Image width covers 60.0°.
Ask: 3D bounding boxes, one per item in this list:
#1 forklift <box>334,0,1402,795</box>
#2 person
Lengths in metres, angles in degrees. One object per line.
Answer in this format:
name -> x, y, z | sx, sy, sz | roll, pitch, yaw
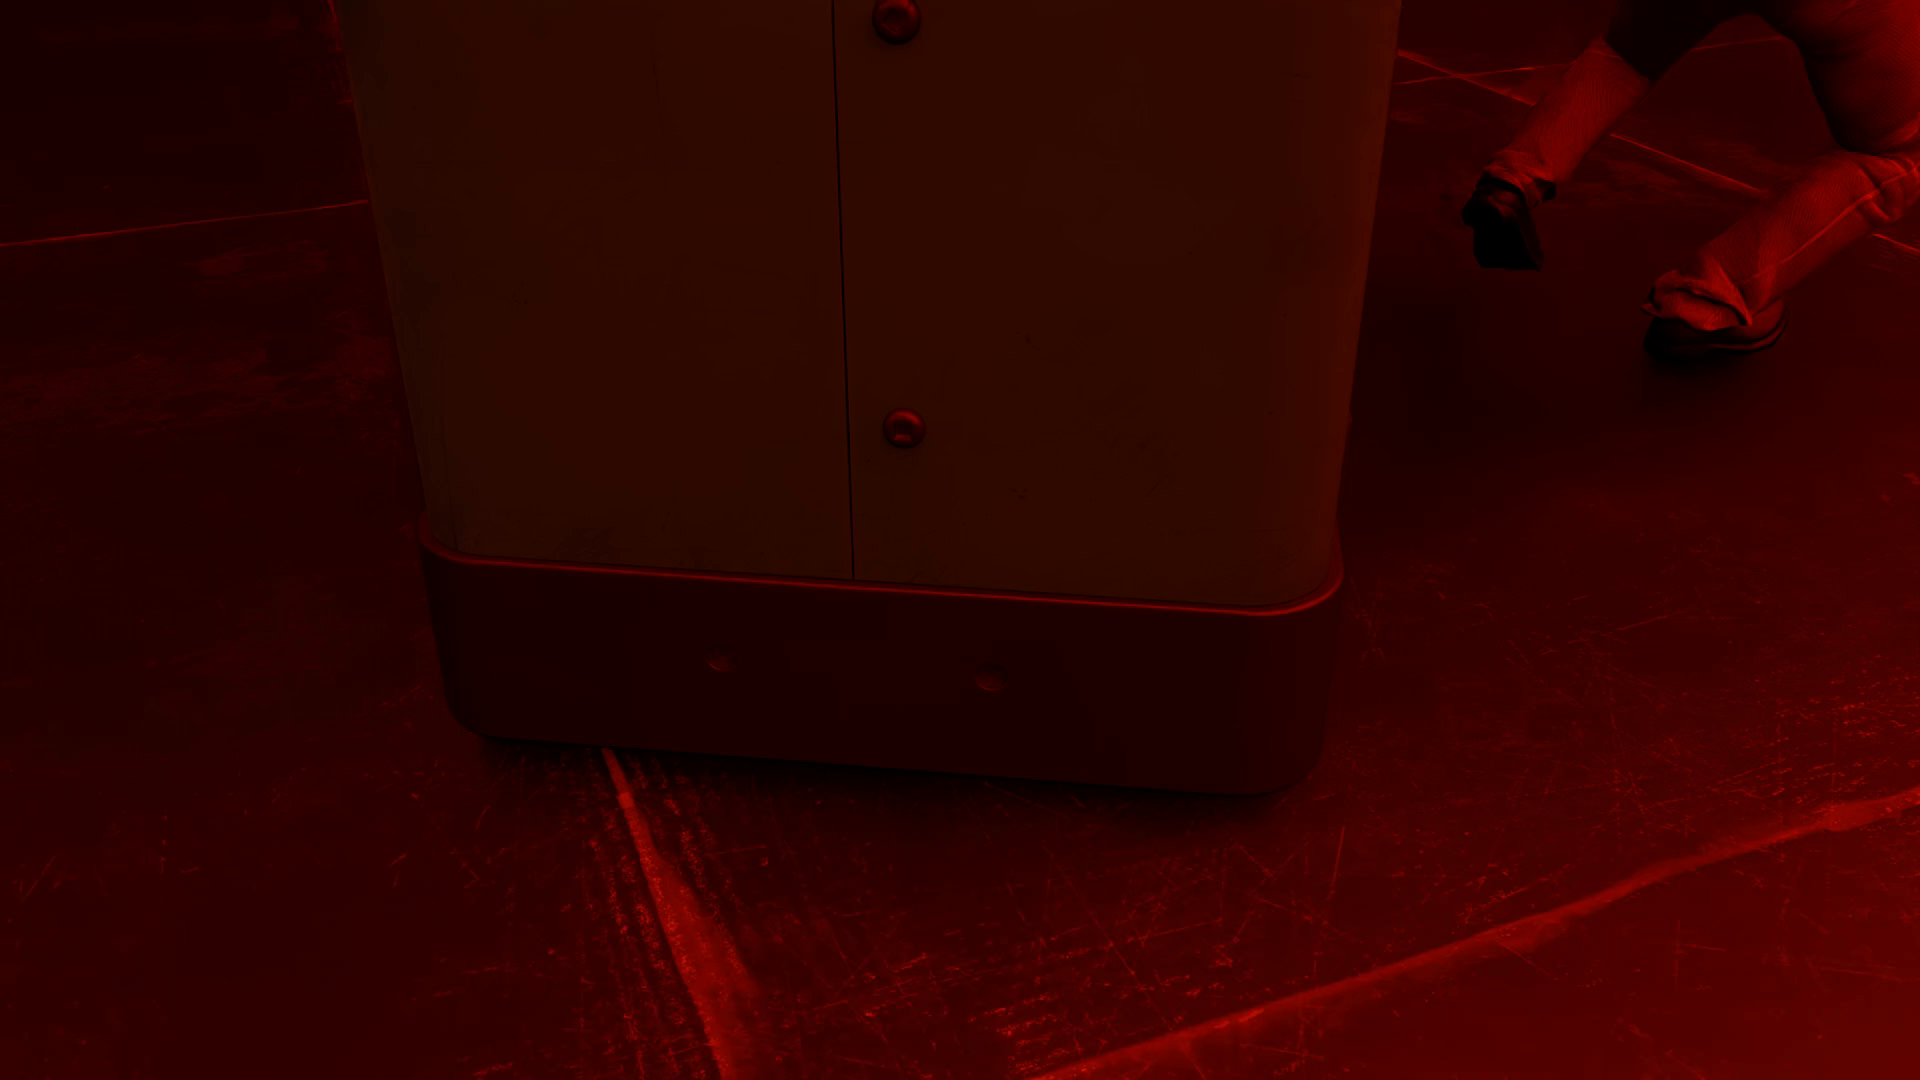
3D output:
forklift -> 0.075, -1.696, 2.515 | 1.130, 2.935, 3.031 | 4, 30, 6
person -> 1.342, -0.985, 2.729 | 0.672, 1.437, 1.000 | -18, 34, -29
